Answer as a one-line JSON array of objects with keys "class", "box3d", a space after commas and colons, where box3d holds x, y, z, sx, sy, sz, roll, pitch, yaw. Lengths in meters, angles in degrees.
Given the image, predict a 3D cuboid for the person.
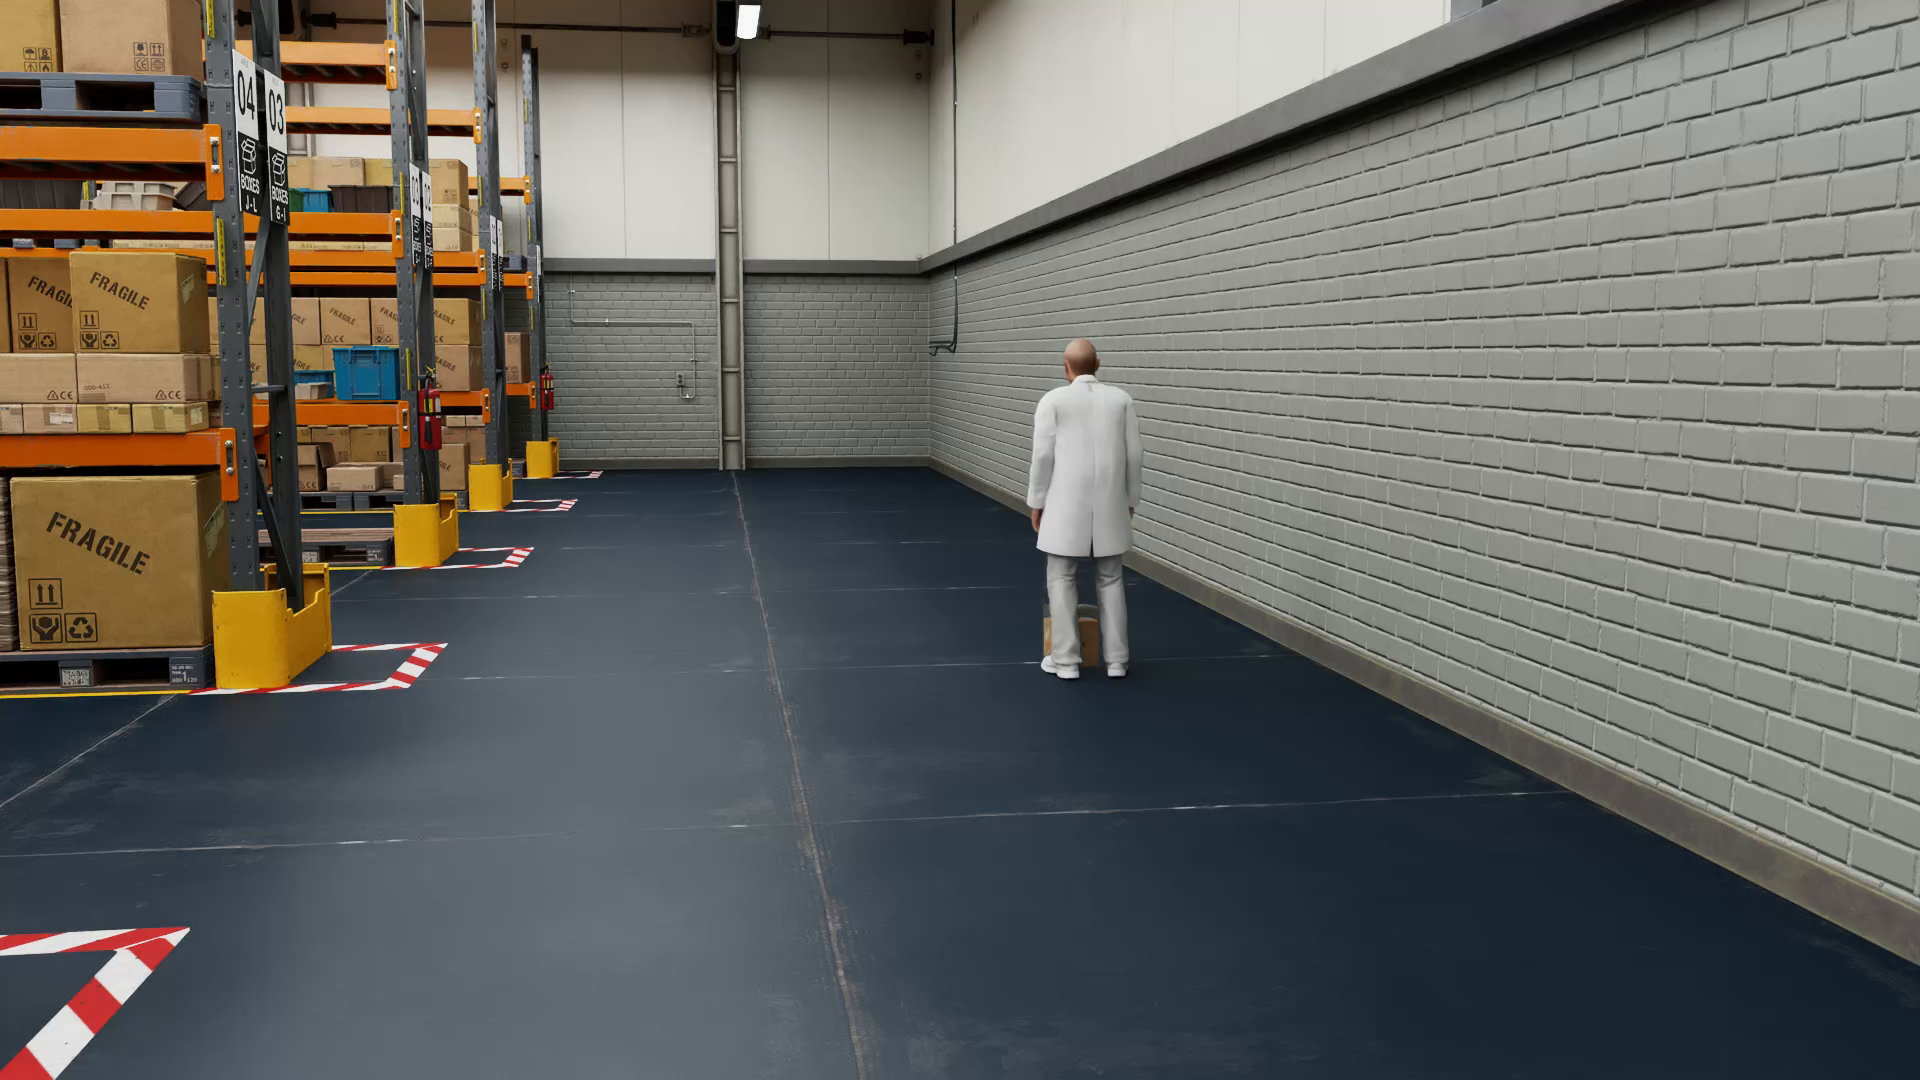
[{"class": "person", "box3d": [0.656, -0.133, 8.770, 0.617, 1.709, 0.426, -1, 6, -11]}]
